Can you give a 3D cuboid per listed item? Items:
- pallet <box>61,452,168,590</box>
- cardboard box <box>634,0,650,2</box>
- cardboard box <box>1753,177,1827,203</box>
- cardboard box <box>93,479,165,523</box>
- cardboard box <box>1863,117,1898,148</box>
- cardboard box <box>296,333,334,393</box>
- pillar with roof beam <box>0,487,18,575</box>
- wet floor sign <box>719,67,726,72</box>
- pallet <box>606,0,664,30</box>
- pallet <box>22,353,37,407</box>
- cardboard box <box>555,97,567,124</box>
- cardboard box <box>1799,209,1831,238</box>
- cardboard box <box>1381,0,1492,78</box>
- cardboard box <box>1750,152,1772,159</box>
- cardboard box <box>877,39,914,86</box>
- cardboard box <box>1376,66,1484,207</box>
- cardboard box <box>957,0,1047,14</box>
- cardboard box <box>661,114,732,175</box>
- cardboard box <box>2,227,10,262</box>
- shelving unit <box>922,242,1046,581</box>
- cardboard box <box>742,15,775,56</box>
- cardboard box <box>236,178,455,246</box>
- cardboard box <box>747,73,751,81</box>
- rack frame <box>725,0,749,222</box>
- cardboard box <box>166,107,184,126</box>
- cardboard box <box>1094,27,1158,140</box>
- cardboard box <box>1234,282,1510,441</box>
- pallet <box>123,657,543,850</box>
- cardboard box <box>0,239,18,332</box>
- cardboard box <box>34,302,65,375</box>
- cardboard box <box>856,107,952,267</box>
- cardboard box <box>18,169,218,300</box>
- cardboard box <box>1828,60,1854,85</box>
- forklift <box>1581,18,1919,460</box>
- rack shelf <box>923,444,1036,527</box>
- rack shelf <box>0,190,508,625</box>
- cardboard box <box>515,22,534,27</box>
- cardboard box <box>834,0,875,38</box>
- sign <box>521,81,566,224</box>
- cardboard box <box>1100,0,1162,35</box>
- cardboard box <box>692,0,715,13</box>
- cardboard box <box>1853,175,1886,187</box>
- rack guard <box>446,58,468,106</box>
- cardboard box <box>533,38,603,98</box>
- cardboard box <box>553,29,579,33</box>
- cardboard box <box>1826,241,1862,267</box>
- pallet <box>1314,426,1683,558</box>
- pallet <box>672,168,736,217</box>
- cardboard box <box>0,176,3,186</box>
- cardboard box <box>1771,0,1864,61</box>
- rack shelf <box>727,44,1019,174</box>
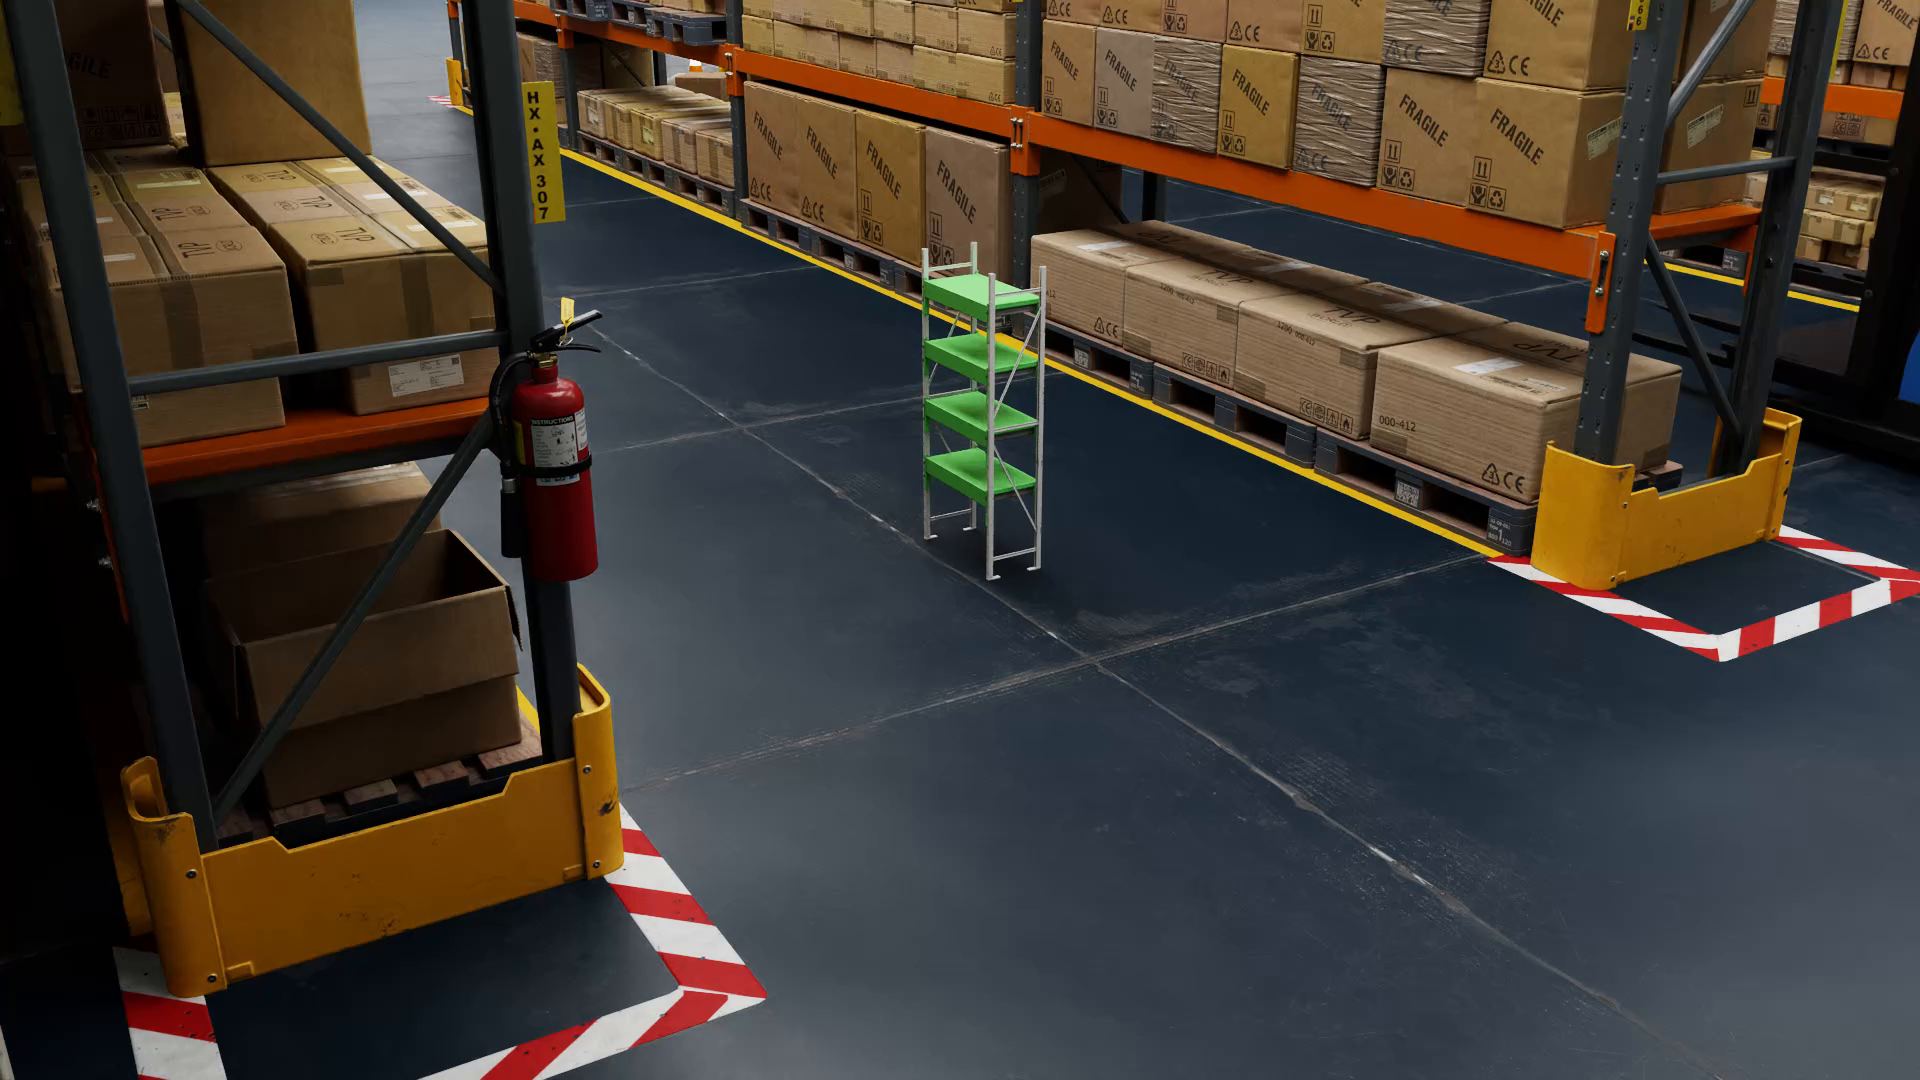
[{"bbox_3d":[-3.152,-0.186,6.988,1.003,0.211,1.213,-13,25,-28],"label":"pallet"},{"bbox_3d":[-2.509,-4.576,13.862,0.380,0.149,0.250,-14,26,-30],"label":"cardboard box"},{"bbox_3d":[5.439,-2.288,10.895,0.380,0.149,0.250,-12,25,-27],"label":"cardboard box"},{"bbox_3d":[-3.146,-0.174,6.485,0.380,0.149,0.250,-13,25,-29],"label":"cardboard box"},{"bbox_3d":[8.939,-3.976,14.873,1.225,0.875,0.875,-13,25,-28],"label":"cardboard box"},{"bbox_3d":[-1.560,-0.521,4.444,0.380,0.149,0.250,-12,25,-27],"label":"cardboard box"},{"bbox_3d":[-0.220,-4.909,6.937,9.100,9.000,0.400,-13,25,-28],"label":"pillar with roof beam"},{"bbox_3d":[-2.880,-6.063,20.872,0.267,0.644,0.232,-18,28,-37],"label":"wet floor sign"},{"bbox_3d":[-2.326,-4.495,14.141,1.003,0.211,1.213,-13,25,-28],"label":"pallet"},{"bbox_3d":[-4.577,-1.060,9.138,1.003,0.211,1.213,-13,25,-28],"label":"pallet"},{"bbox_3d":[-3.856,-4.306,16.516,0.500,0.250,0.500,-11,25,-26],"label":"cardboard box"},{"bbox_3d":[5.569,-2.062,10.733,0.380,0.149,0.250,-13,25,-29],"label":"cardboard box"},{"bbox_3d":[2.063,-2.144,6.643,0.500,0.500,0.500,-13,25,-28],"label":"cardboard box"},{"bbox_3d":[5.537,-2.650,11.786,0.380,0.149,0.250,-12,25,-28],"label":"cardboard box"},{"bbox_3d":[-0.183,-3.015,10.446,0.500,0.250,0.500,-13,26,-30],"label":"cardboard box"},{"bbox_3d":[2.089,-1.678,6.824,0.500,0.500,0.500,-13,26,-29],"label":"cardboard box"},{"bbox_3d":[0.319,-3.262,9.392,0.500,0.500,0.500,-12,25,-27],"label":"cardboard box"},{"bbox_3d":[-1.944,-3.350,14.002,0.950,0.372,0.625,-13,26,-29],"label":"cardboard box"},{"bbox_3d":[-4.636,-1.512,8.447,0.380,0.149,0.250,-12,25,-27],"label":"cardboard box"},{"bbox_3d":[0.085,-0.502,6.454,0.258,1.200,0.503,-13,25,-28],"label":"shelving unit"},{"bbox_3d":[-1.246,-3.675,12.067,0.500,0.250,0.500,-13,26,-29],"label":"cardboard box"},{"bbox_3d":[-1.717,-0.835,4.687,0.500,0.250,0.500,-12,25,-28],"label":"cardboard box"},{"bbox_3d":[-2.293,-5.302,19.189,0.637,0.503,0.797,8,23,18],"label":"cardboard box"},{"bbox_3d":[-1.280,-3.951,12.548,1.000,3.000,0.127,-13,25,-28],"label":"rack frame"},{"bbox_3d":[-2.763,-1.491,6.300,0.500,0.250,0.500,-13,25,-28],"label":"cardboard box"},{"bbox_3d":[1.031,-2.336,8.443,0.500,0.500,0.500,-12,25,-28],"label":"cardboard box"},{"bbox_3d":[1.909,-0.858,7.783,0.875,0.438,0.875,-12,25,-27],"label":"cardboard box"},{"bbox_3d":[-1.906,0.604,5.045,1.003,0.211,1.213,-13,25,-28],"label":"pallet"},{"bbox_3d":[-4.793,-1.343,8.894,0.500,0.500,0.500,-14,26,-30],"label":"cardboard box"},{"bbox_3d":[-2.323,-0.582,4.593,0.380,0.149,0.250,-13,25,-28],"label":"cardboard box"},{"bbox_3d":[-0.090,-2.342,10.855,0.875,0.875,0.875,-12,25,-27],"label":"cardboard box"},{"bbox_3d":[-2.433,-0.900,4.846,0.500,0.250,0.500,-12,25,-27],"label":"cardboard box"},{"bbox_3d":[5.545,-2.953,10.426,0.380,0.149,0.250,-11,25,-26],"label":"cardboard box"},{"bbox_3d":[4.492,-1.957,7.734,1.130,2.935,3.031,-12,25,-27],"label":"forklift"},{"bbox_3d":[0.085,-0.221,6.568,0.258,0.148,0.480,-13,25,-28],"label":"rack shelf"},{"bbox_3d":[-2.480,-0.719,5.553,1.077,0.370,4.000,-13,25,-28],"label":"rack shelf"},{"bbox_3d":[-4.909,-5.318,18.010,0.500,0.500,0.500,-14,26,-30],"label":"cardboard box"},{"bbox_3d":[-0.479,-3.403,10.737,0.500,0.250,0.500,-12,25,-27],"label":"cardboard box"},{"bbox_3d":[-0.992,-0.911,3.919,0.100,0.325,0.005,-13,25,-28],"label":"sign"},{"bbox_3d":[1.051,-2.800,8.256,0.500,0.500,0.500,-13,25,-29],"label":"cardboard box"},{"bbox_3d":[-1.849,-4.163,12.845,0.380,0.149,0.250,-12,25,-27],"label":"cardboard box"},{"bbox_3d":[6.102,-2.317,10.967,0.380,0.149,0.250,-14,26,-30],"label":"cardboard box"},{"bbox_3d":[-5.328,-5.358,19.329,1.175,0.500,0.348,-13,25,-28],"label":"rack guard"},{"bbox_3d":[-3.856,-4.654,16.375,0.500,0.500,0.500,-13,25,-29],"label":"cardboard box"},{"bbox_3d":[-3.939,-5.096,17.463,0.500,0.500,0.500,-11,25,-25],"label":"cardboard box"},{"bbox_3d":[5.775,-1.852,10.614,0.380,0.149,0.250,-12,25,-27],"label":"cardboard box"},{"bbox_3d":[2.331,-0.313,7.301,1.003,0.211,1.213,-13,25,-28],"label":"pallet"},{"bbox_3d":[-1.678,-2.912,13.696,1.003,0.211,1.213,-13,25,-28],"label":"pallet"},{"bbox_3d":[-3.481,-1.556,6.460,0.500,0.250,0.500,-13,25,-29],"label":"cardboard box"},{"bbox_3d":[5.489,-3.287,10.388,0.500,0.500,0.500,-13,26,-29],"label":"cardboard box"},{"bbox_3d":[-0.258,-2.970,11.091,1.077,0.370,4.000,-13,25,-28],"label":"rack shelf"}]
